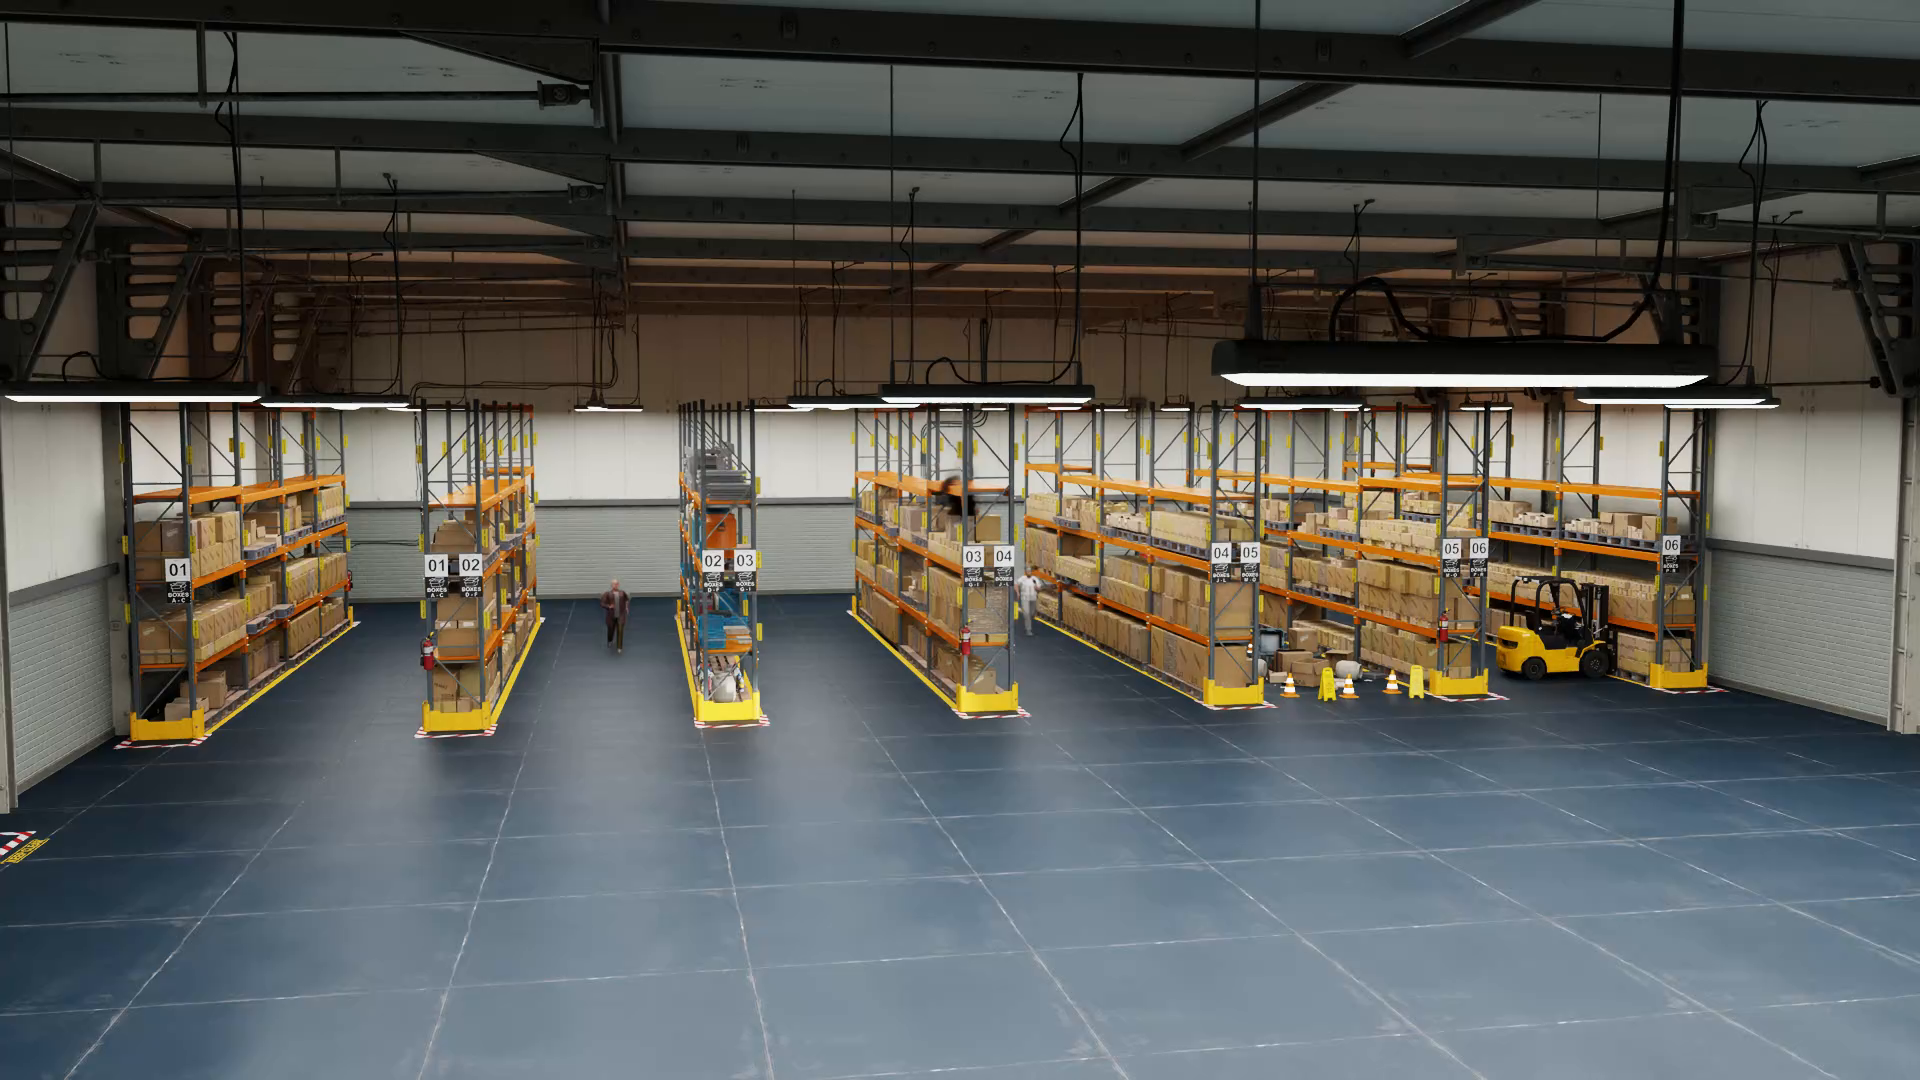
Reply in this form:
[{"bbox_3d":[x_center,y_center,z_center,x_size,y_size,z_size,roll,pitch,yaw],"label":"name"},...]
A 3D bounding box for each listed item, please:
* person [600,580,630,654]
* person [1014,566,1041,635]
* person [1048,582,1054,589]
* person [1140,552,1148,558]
[{"bbox_3d":[-8.278,1.830,39.968,0.714,1.750,0.958,-2,5,-20],"label":"person"},{"bbox_3d":[1.798,1.550,43.304,0.662,1.764,0.968,-1,4,-14],"label":"person"},{"bbox_3d":[2.876,1.177,50.034,0.694,1.613,0.635,2,5,26],"label":"person"},{"bbox_3d":[5.586,1.030,50.666,0.981,1.742,0.665,-1,4,-16],"label":"person"}]
